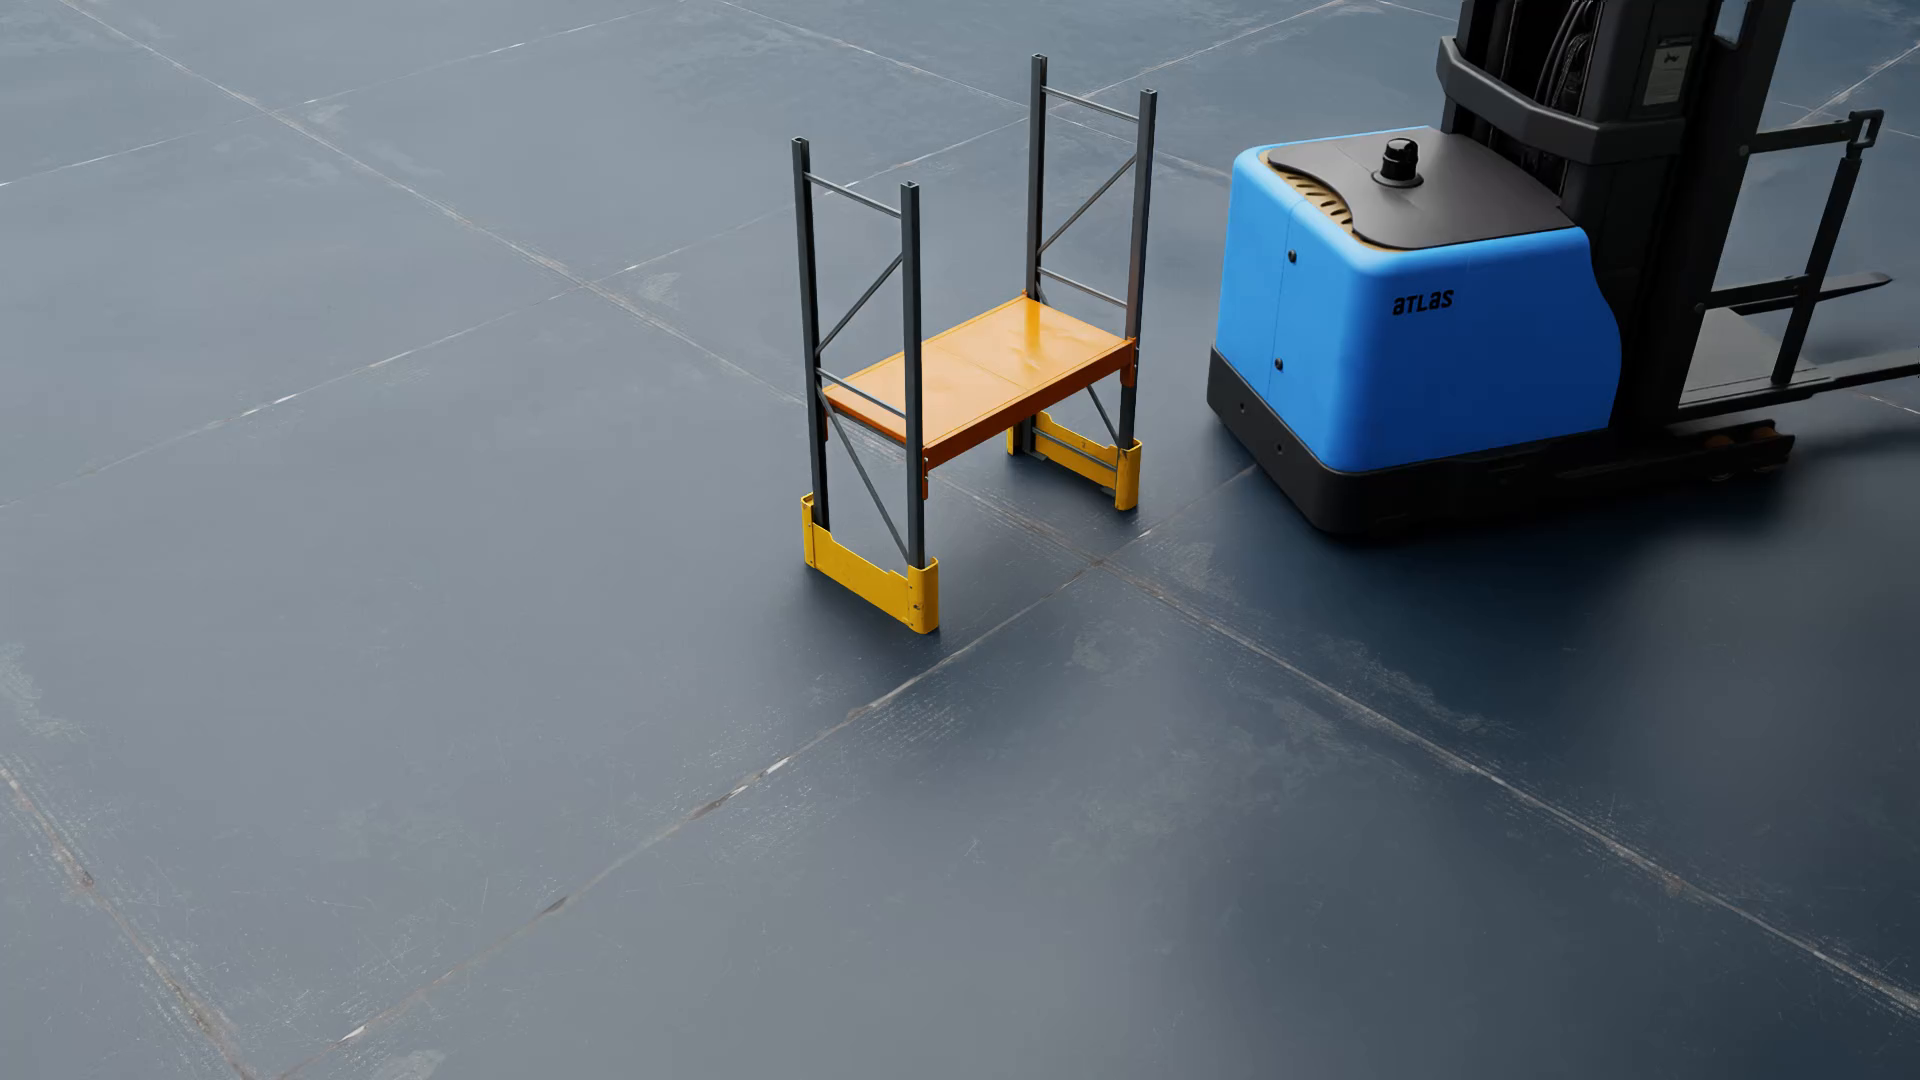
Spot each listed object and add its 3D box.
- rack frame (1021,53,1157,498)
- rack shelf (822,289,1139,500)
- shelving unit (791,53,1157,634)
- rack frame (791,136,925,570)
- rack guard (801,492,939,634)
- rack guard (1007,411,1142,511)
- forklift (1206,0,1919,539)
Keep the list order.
[{"bbox_3d":[0.418,-0.856,5.667,0.500,1.500,0.032,30,45,35],"label":"rack frame"},{"bbox_3d":[0.060,-0.502,5.474,0.538,0.185,1.000,30,45,35],"label":"rack shelf"},{"bbox_3d":[0.054,-0.646,5.365,0.587,1.500,1.083,30,45,35],"label":"shelving unit"},{"bbox_3d":[-0.298,-0.443,5.075,0.500,1.500,0.032,30,45,35],"label":"rack frame"},{"bbox_3d":[-0.297,0.069,5.433,0.587,0.250,0.087,30,45,35],"label":"rack guard"},{"bbox_3d":[0.405,-0.336,6.013,0.587,0.250,0.087,30,45,35],"label":"rack guard"},{"bbox_3d":[2.522,-1.693,5.615,3.031,2.935,1.130,-10,36,-14],"label":"forklift"}]
